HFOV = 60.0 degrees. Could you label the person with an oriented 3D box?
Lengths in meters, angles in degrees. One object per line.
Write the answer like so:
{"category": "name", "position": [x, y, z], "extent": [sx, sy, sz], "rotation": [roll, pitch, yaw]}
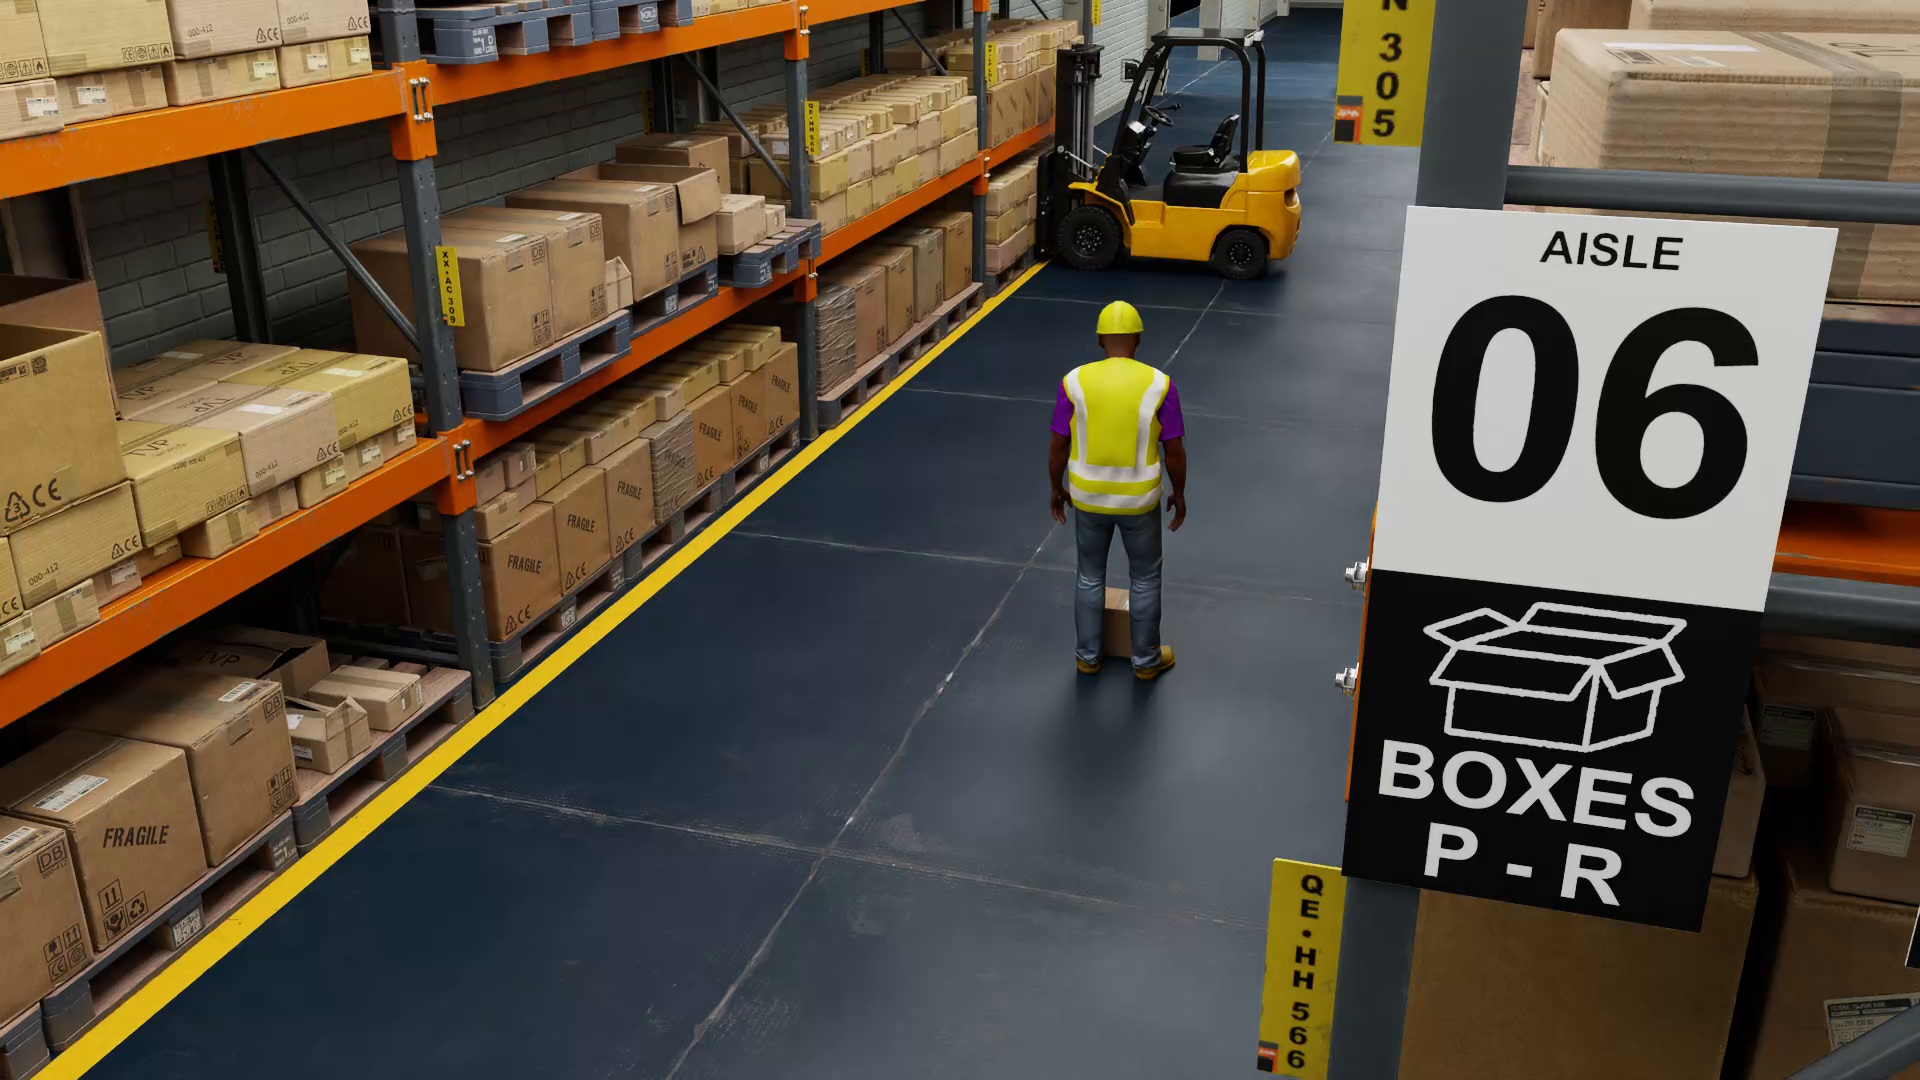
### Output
{"category": "person", "position": [0.720, -0.215, 7.603], "extent": [0.629, 1.759, 0.460], "rotation": [5, 22, 13]}
